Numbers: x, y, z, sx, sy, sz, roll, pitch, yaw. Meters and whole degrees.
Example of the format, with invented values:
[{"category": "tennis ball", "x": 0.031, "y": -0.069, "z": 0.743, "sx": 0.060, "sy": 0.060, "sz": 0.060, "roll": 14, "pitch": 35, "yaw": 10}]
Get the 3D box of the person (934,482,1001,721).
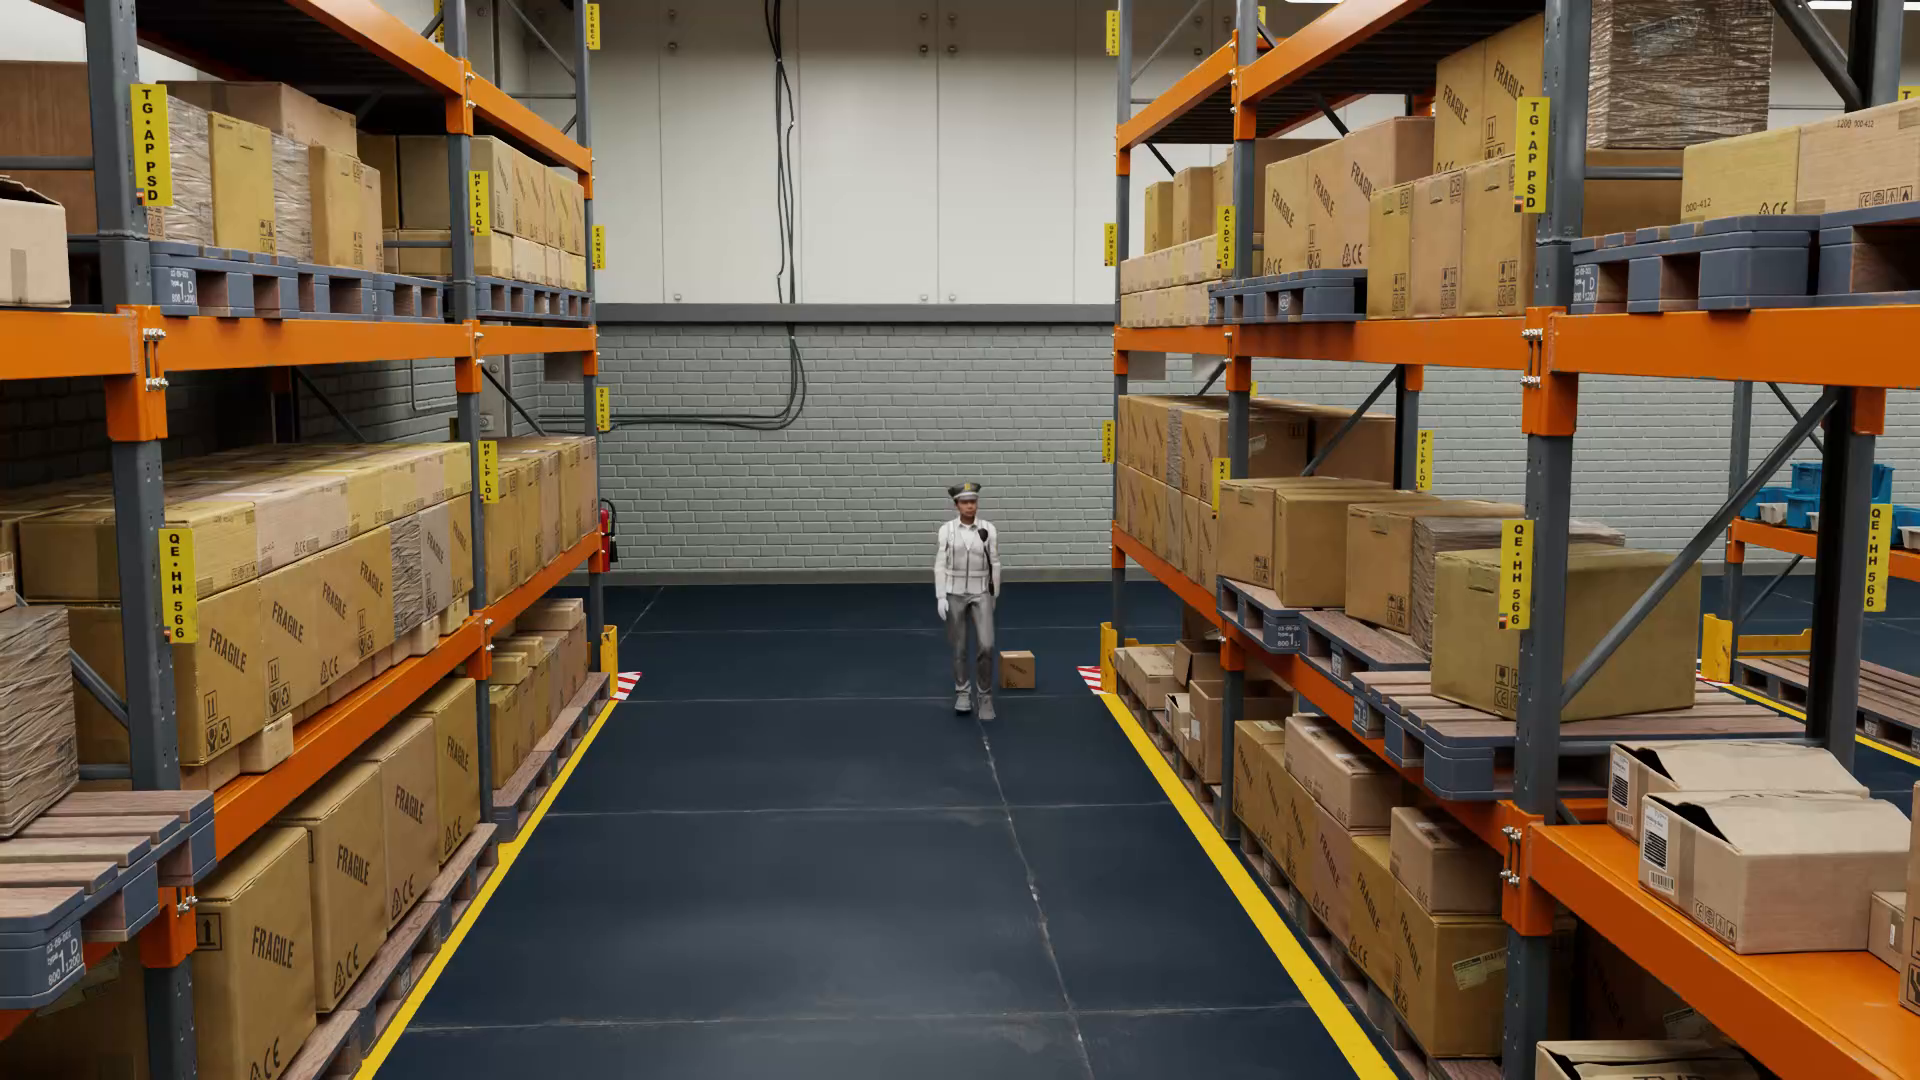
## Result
[{"category": "person", "x": 0.053, "y": 0.443, "z": 12.045, "sx": 0.483, "sy": 1.739, "sz": 0.467, "roll": 0, "pitch": 7, "yaw": 2}]
